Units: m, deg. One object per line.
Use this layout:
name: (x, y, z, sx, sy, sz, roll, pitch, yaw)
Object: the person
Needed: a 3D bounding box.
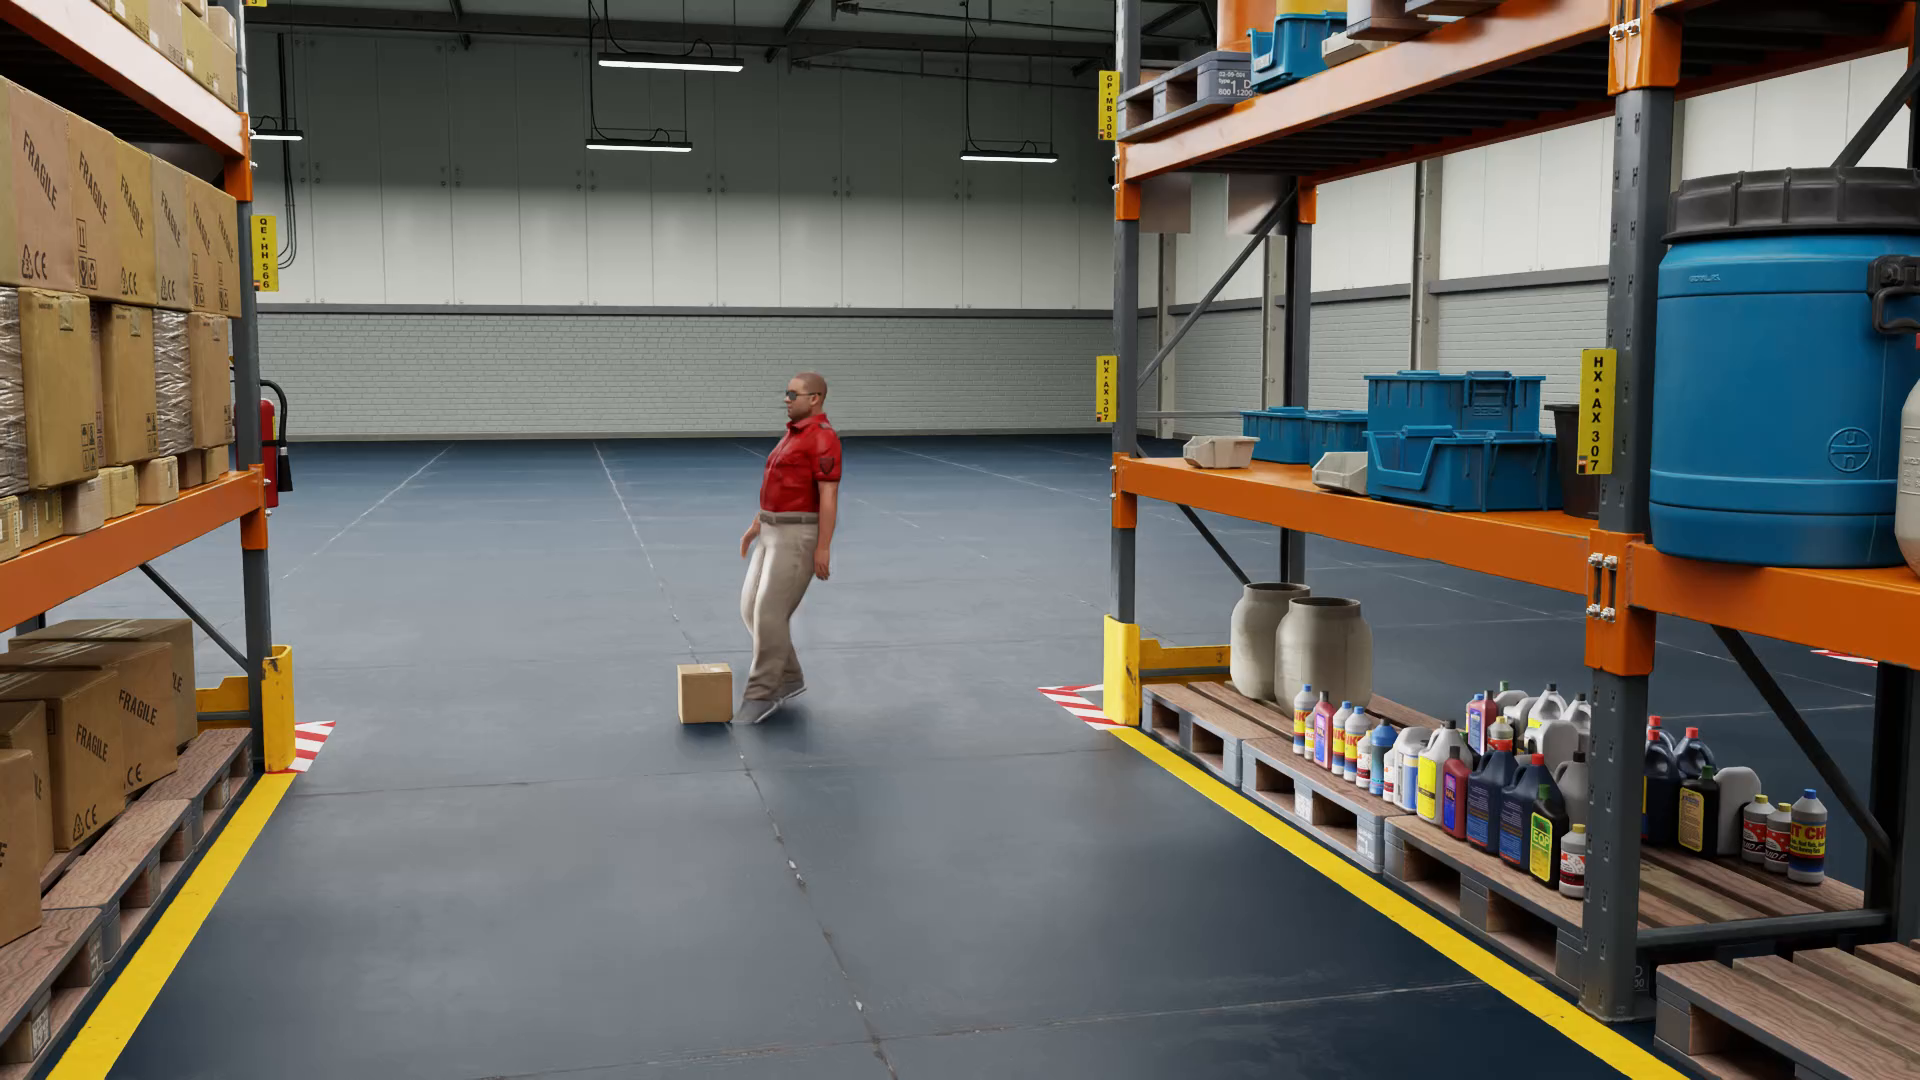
person: (-0.942, 0.061, 8.316, 0.617, 1.799, 0.585, -3, 7, -23)
